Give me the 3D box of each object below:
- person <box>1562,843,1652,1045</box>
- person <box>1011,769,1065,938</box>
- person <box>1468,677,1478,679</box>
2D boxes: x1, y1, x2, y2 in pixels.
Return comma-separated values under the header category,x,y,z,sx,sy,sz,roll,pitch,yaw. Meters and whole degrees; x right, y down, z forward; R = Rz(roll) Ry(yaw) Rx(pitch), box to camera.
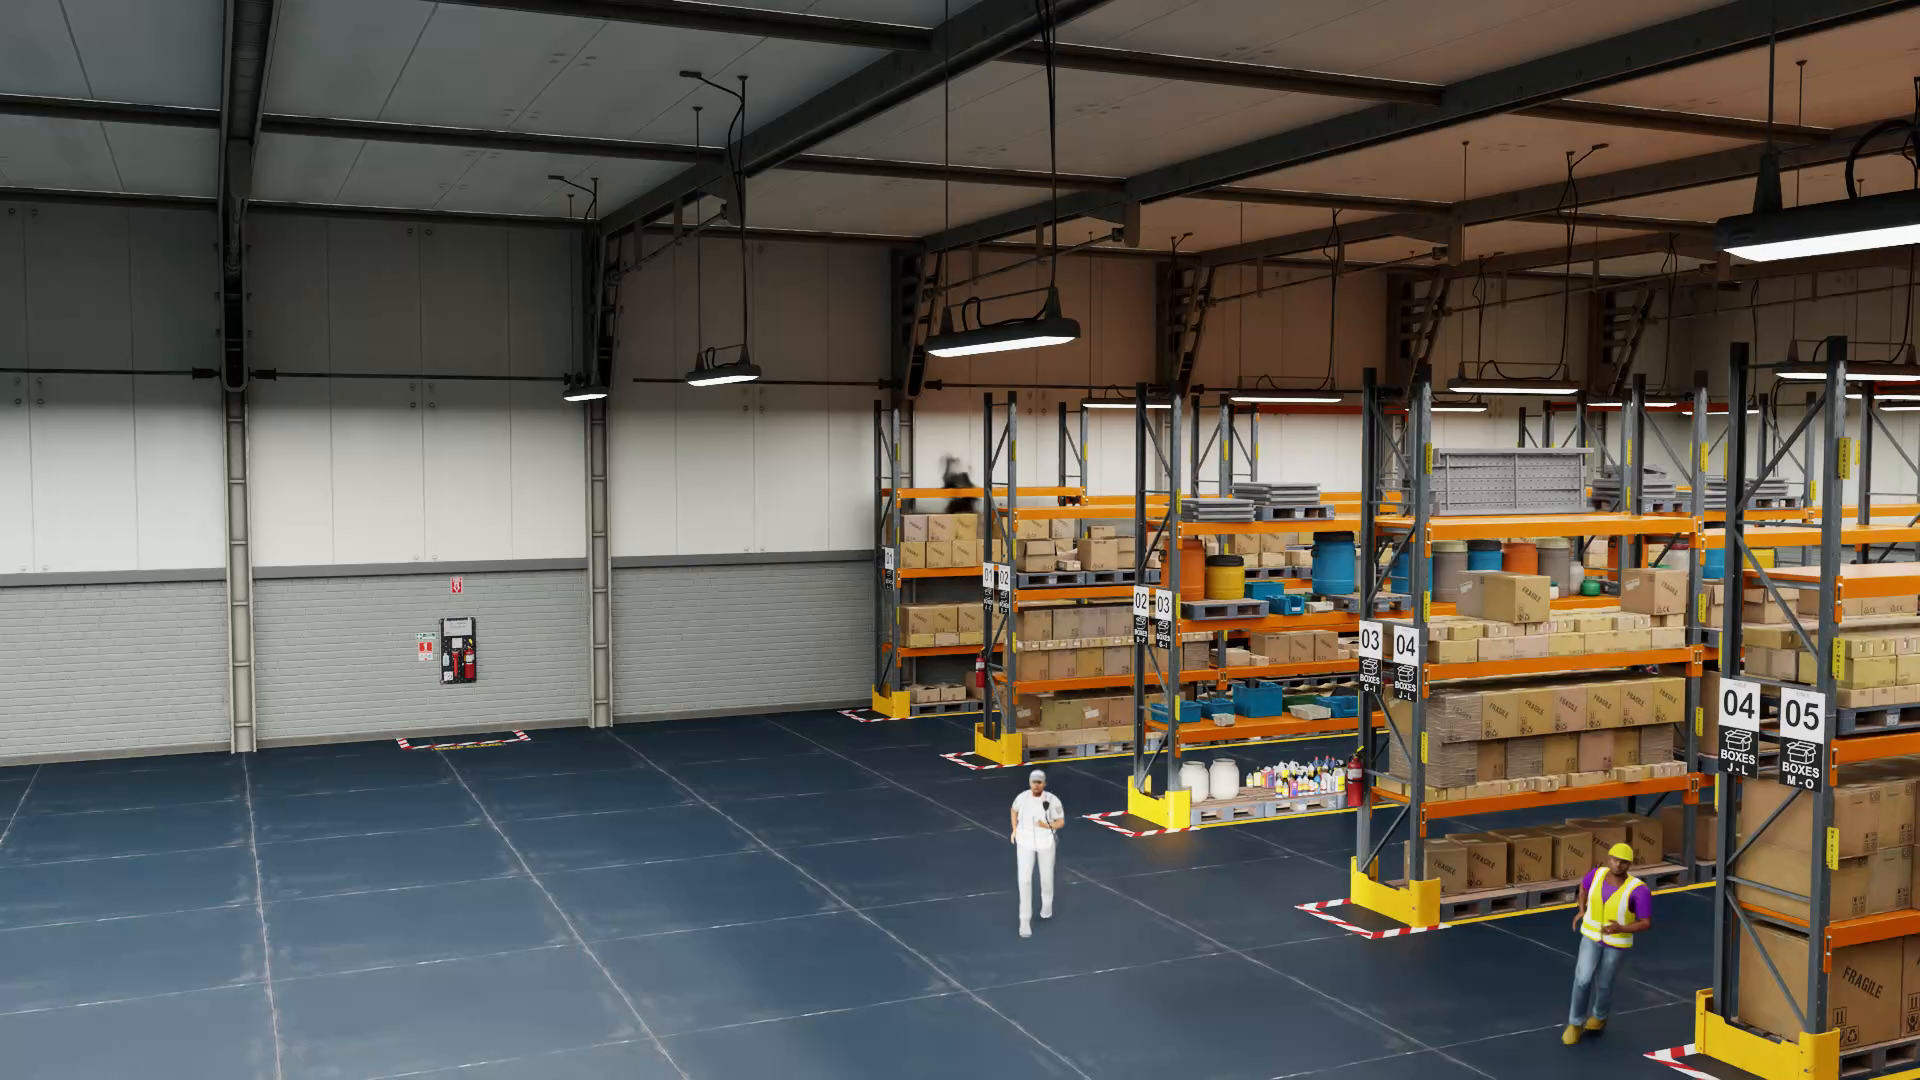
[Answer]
category,x,y,z,sx,sy,sz,roll,pitch,yaw
person,5.588,3.472,14.287,0.689,1.791,0.687,2,4,34
person,0.823,3.289,17.741,0.592,1.701,0.865,0,3,7
person,8.594,2.633,28.025,0.817,1.819,0.667,-2,4,-31
